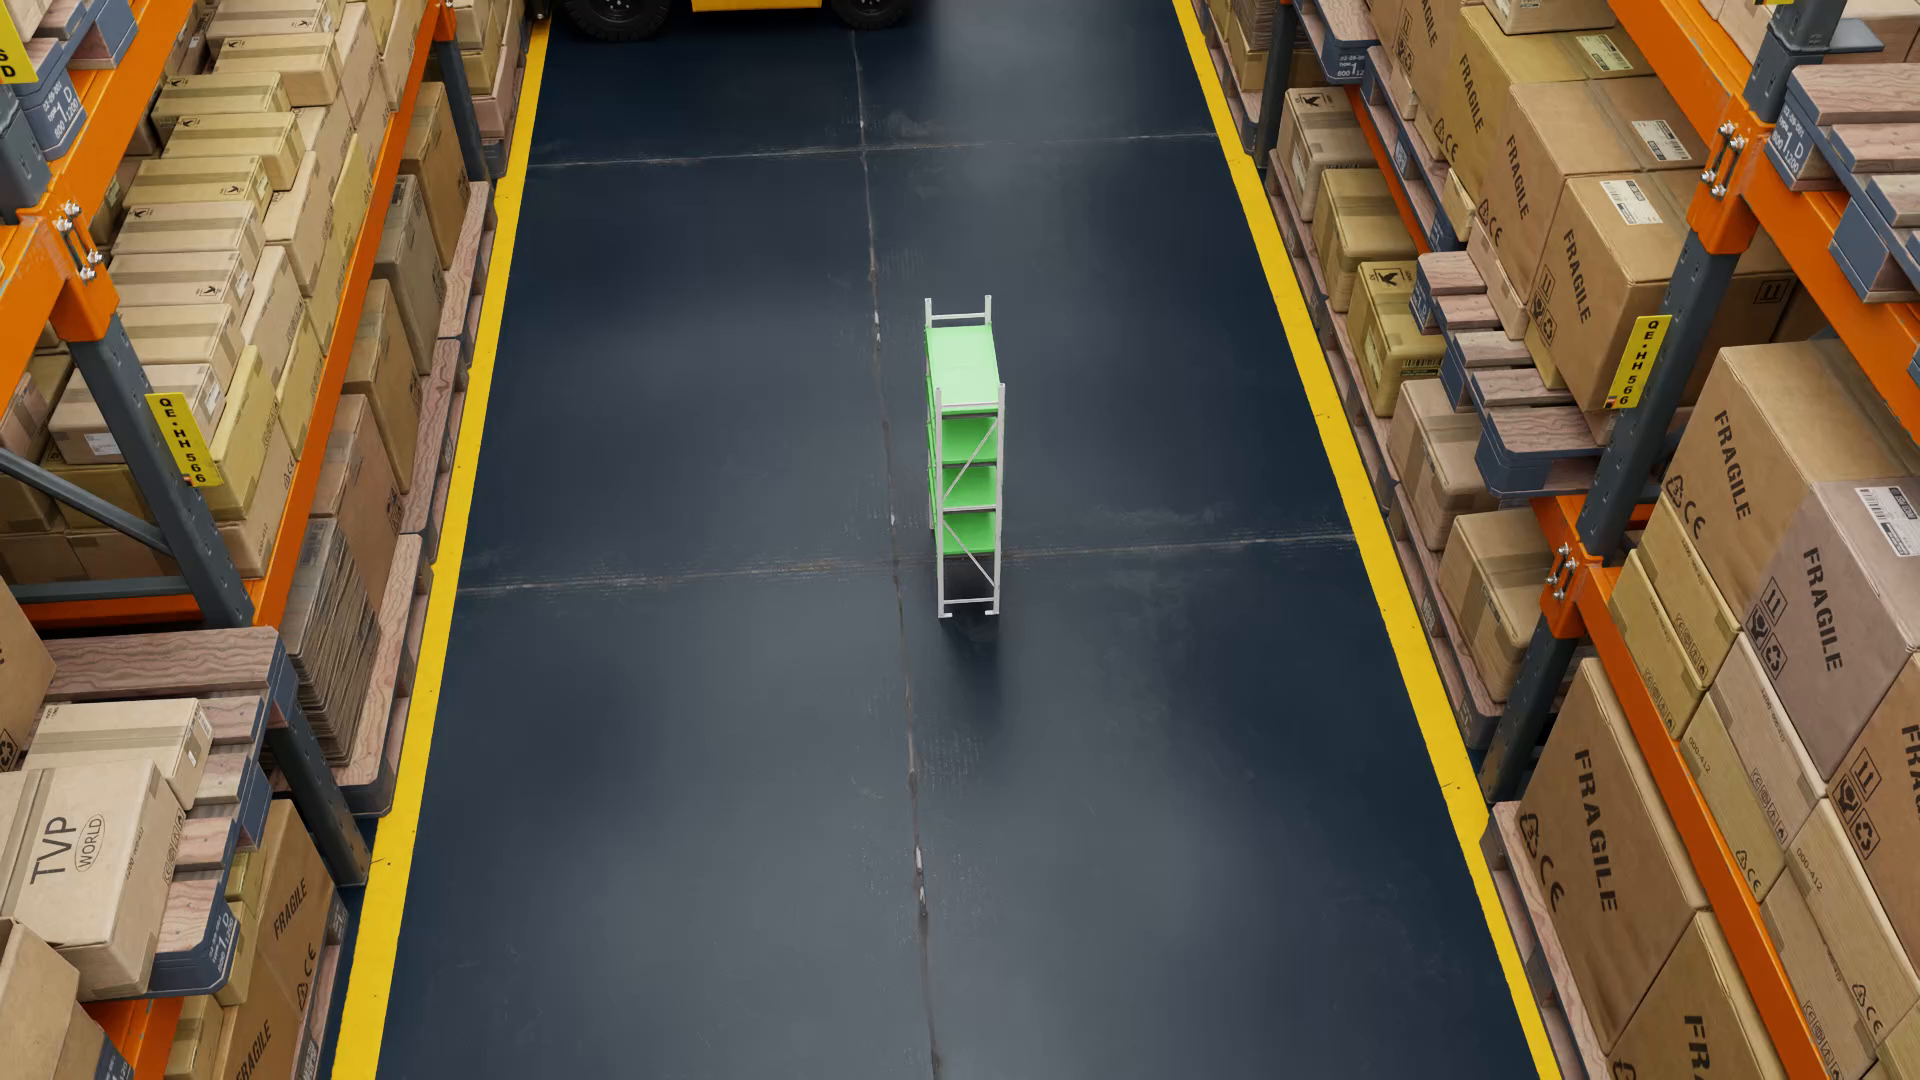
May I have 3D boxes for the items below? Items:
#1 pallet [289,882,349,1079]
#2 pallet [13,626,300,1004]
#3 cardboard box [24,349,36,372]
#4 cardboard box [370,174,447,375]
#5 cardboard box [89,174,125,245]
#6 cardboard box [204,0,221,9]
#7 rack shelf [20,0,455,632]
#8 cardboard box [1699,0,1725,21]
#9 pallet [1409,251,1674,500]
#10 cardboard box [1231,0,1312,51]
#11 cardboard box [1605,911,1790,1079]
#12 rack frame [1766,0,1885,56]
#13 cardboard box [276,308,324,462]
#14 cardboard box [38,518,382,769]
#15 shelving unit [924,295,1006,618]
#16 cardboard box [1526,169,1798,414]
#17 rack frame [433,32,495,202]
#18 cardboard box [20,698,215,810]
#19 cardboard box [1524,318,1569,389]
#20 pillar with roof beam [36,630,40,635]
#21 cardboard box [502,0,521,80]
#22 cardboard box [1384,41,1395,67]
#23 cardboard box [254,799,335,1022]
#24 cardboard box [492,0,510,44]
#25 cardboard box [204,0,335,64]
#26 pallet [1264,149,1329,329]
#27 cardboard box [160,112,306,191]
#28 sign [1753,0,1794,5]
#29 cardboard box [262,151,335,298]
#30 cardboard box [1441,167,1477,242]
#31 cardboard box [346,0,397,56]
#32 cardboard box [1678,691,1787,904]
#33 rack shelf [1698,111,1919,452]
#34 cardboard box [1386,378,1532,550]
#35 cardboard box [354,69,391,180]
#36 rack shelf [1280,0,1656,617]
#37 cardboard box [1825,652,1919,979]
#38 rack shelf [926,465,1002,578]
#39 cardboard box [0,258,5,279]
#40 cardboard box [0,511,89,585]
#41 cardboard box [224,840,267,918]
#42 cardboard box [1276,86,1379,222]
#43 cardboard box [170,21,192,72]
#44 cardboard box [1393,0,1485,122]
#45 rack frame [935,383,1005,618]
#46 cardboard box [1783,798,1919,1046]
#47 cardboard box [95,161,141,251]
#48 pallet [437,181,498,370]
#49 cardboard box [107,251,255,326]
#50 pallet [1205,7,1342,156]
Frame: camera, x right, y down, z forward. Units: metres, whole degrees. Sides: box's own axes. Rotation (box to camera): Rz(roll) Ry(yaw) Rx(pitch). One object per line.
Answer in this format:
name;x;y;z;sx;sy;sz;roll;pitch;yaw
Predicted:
pallet;-2.532;1.655;5.174;1.003;0.211;1.213;-3;47;-3
pallet;-2.430;0.705;4.285;1.213;0.211;1.003;-3;47;-3
cardboard box;-2.919;-0.510;4.788;0.380;0.149;0.250;-2;47;-2
cardboard box;-2.779;-1.130;7.237;0.875;0.625;0.625;-4;47;-4
cardboard box;-2.914;-1.068;5.316;0.380;0.149;0.250;-4;47;-4
cardboard box;-3.073;-2.114;6.582;0.500;0.250;0.500;-4;47;-4
rack shelf;-2.724;-1.046;6.307;1.077;0.370;4.000;-3;47;-3
cardboard box;2.125;-1.491;4.339;0.380;0.149;0.250;-3;47;-3
pallet;2.223;-0.594;5.515;1.213;0.211;1.003;-3;47;-3
cardboard box;1.737;-2.914;8.668;0.500;0.500;0.500;-4;47;-4
cardboard box;2.435;1.586;4.493;0.875;0.875;0.875;-3;47;-3
rack frame;2.389;-2.214;2.785;1.000;3.000;0.127;-3;47;-3
cardboard box;-2.388;-0.495;5.393;0.500;0.250;0.500;-4;47;-4
cardboard box;-2.595;0.373;5.813;0.875;0.625;0.625;-2;47;-2
shelving unit;0.014;-0.293;6.337;0.258;1.200;0.503;-3;47;-3
cardboard box;2.074;-0.744;4.962;0.500;0.500;0.500;-5;47;-4
rack frame;-2.892;-2.741;7.416;1.000;3.000;0.127;-3;47;-3
cardboard box;-2.119;0.547;4.186;0.380;0.149;0.250;-3;47;-3
cardboard box;2.033;-0.622;5.293;0.380;0.149;0.250;-3;47;-3
pillar with roof beam;0.726;-3.060;3.586;9.100;9.000;0.400;-3;47;-3
cardboard box;-2.660;-2.676;8.960;0.500;0.250;0.500;-4;47;-4
cardboard box;1.896;-1.935;6.537;0.380;0.149;0.250;-3;47;-3
cardboard box;-2.307;1.161;5.153;0.500;0.500;0.500;-2;47;-2
cardboard box;-2.669;-2.845;8.775;0.500;0.250;0.500;-4;47;-4
cardboard box;-2.505;-1.842;6.049;0.380;0.149;0.250;-3;47;-3
pallet;2.121;-1.523;8.184;1.003;0.211;1.213;-3;47;-3
cardboard box;-2.408;-1.286;5.523;0.380;0.149;0.250;-3;47;-2
sign;1.848;-1.329;3.657;0.100;0.325;0.005;-3;47;-3
cardboard box;-2.417;-1.045;5.569;0.500;0.250;0.500;-5;47;-4
cardboard box;1.917;-1.182;5.824;0.380;0.149;0.250;-3;47;-3
cardboard box;-2.545;-2.150;6.615;0.500;0.250;0.500;-5;47;-4
cardboard box;2.240;0.640;4.317;0.500;0.250;0.500;-5;47;-4
rack shelf;2.557;0.512;2.765;1.077;0.370;4.000;-3;47;-3
cardboard box;2.282;-0.335;6.658;0.950;0.372;0.625;-4;47;-4
cardboard box;-2.530;-1.616;6.454;0.500;0.250;0.500;-3;47;-3
rack shelf;2.222;-1.351;6.595;1.077;0.370;4.000;-3;47;-3
cardboard box;2.266;0.576;3.517;0.500;0.500;0.500;-2;47;-2
rack shelf;0.014;-0.084;6.558;0.258;0.148;0.480;-3;47;-3
cardboard box;-2.272;-0.470;3.303;0.500;0.250;0.500;-5;47;-5
cardboard box;-2.849;-0.105;5.023;0.500;0.250;0.500;-4;47;-4
cardboard box;-2.263;0.987;4.871;0.380;0.149;0.250;-6;47;-5
cardboard box;2.101;-1.907;8.147;0.950;0.372;0.625;-3;47;-3
cardboard box;-3.022;-1.805;6.015;0.380;0.149;0.250;-4;47;-4
cardboard box;1.932;-1.878;6.036;0.500;0.500;0.500;-5;47;-5
rack frame;0.034;-0.116;6.170;0.240;1.200;0.015;-3;47;-3
cardboard box;2.257;0.846;3.779;0.500;0.250;0.500;-4;47;-3
cardboard box;-2.955;-1.008;5.534;0.500;0.250;0.500;-4;47;-4
pallet;-2.791;-1.251;7.926;1.003;0.211;1.213;-3;47;-3
cardboard box;-2.361;-0.730;4.996;0.380;0.149;0.250;-2;47;-2
pallet;1.963;-2.570;9.175;1.003;0.211;1.213;-3;47;-3
